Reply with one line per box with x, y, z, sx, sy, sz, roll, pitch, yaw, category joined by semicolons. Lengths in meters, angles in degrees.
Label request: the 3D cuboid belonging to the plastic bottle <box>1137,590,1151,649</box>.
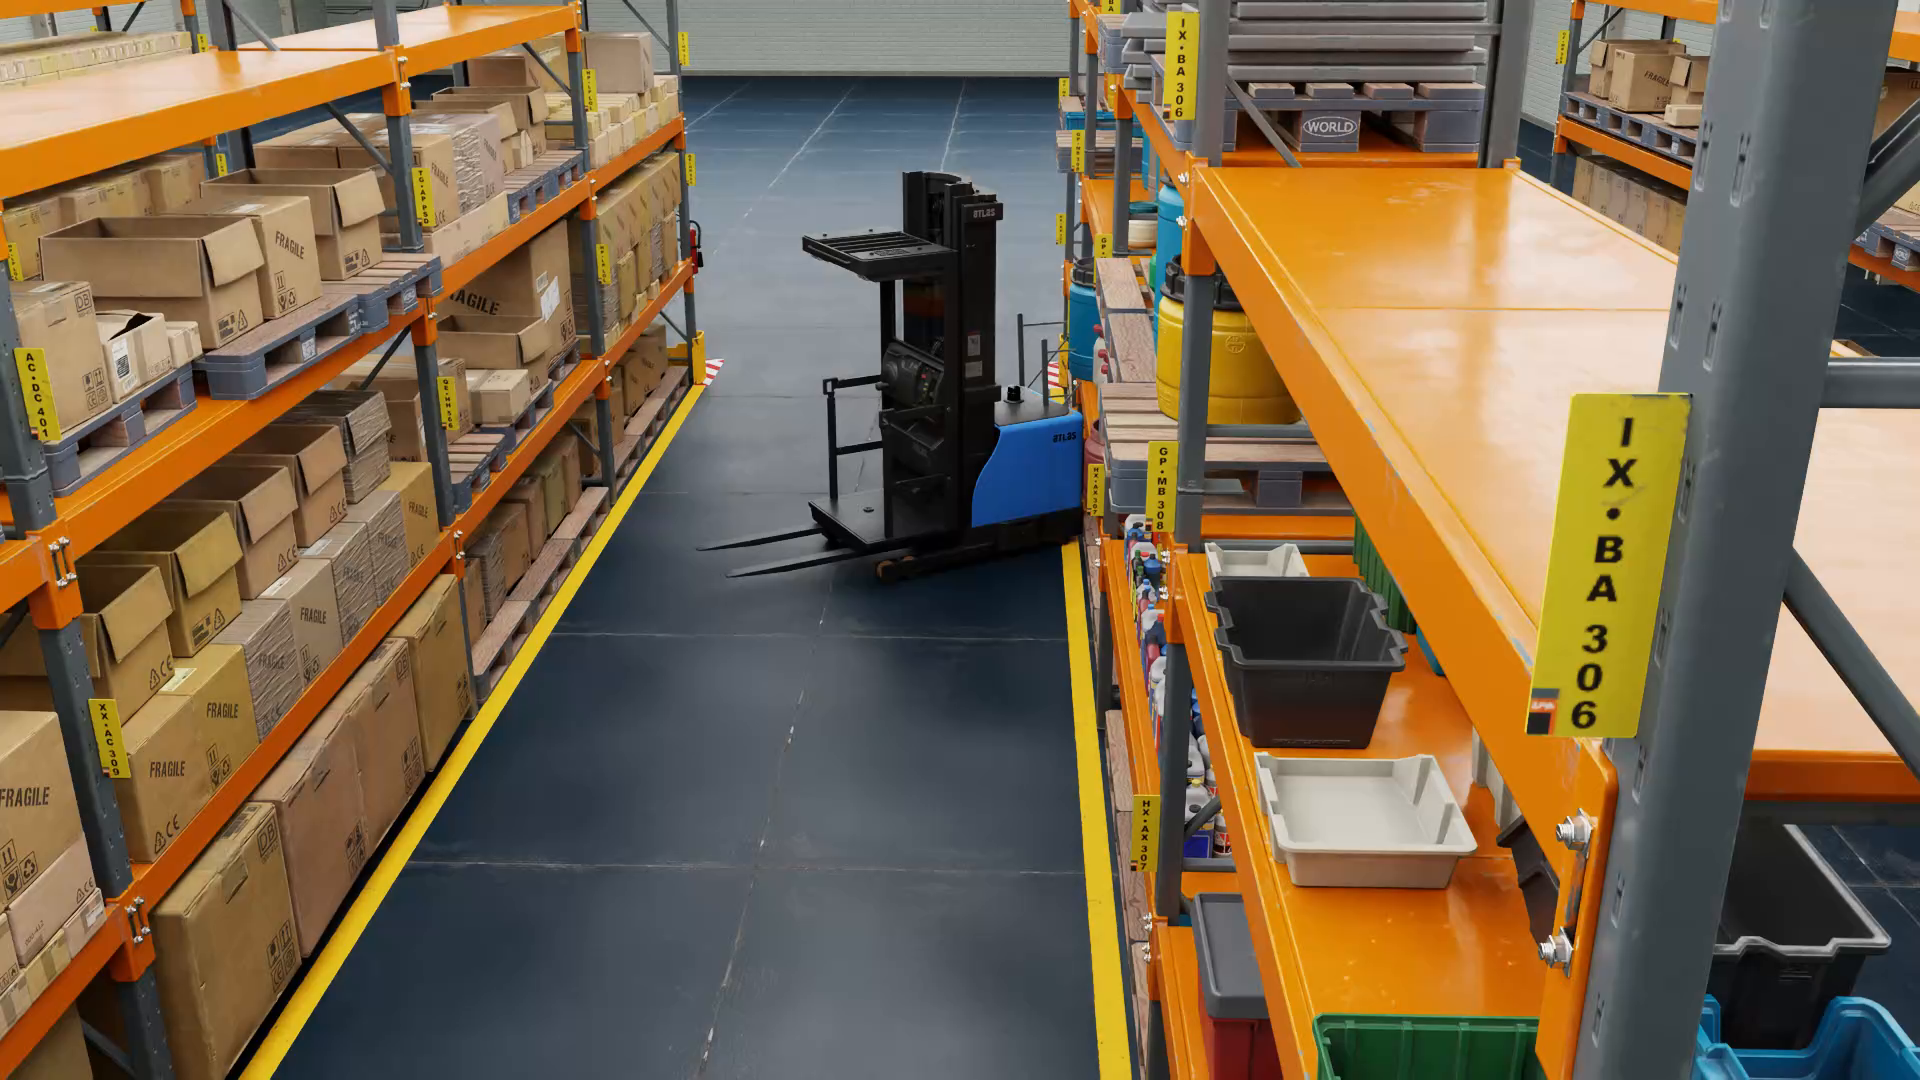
0.944;0.406;8.496;0.061;0.283;0.133;1;21;2;plastic bottle

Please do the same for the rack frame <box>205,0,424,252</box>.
-3.590;-3.070;9.000;1.000;3.000;0.127;1;21;2;rack frame

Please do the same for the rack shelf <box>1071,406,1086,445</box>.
0.848;-0.892;13.900;0.538;0.185;1.000;-5;20;-8;rack shelf

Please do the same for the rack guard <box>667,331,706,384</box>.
-3.348;-1.972;17.921;1.175;0.500;0.348;1;21;2;rack guard

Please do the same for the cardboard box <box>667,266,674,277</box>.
-3.113;-2.761;16.846;0.380;0.149;0.250;1;21;2;cardboard box

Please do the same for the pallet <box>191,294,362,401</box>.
-3.587;-0.945;7.933;1.003;0.211;1.213;2;21;4;pallet

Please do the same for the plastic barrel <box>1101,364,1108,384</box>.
1.199;-0.963;11.675;0.433;0.535;0.433;0;21;0;plastic barrel

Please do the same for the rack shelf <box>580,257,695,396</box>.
-3.407;-2.107;15.806;1.077;0.370;4.000;1;21;2;rack shelf

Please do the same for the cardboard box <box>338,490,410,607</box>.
-3.378;0.042;9.136;0.500;0.500;0.500;0;21;1;cardboard box

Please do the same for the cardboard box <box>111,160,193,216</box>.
-8.275;-3.496;16.692;0.875;0.550;0.550;1;21;2;cardboard box

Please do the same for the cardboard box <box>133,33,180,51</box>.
-7.981;-4.936;16.483;0.380;0.149;0.250;1;21;2;cardboard box

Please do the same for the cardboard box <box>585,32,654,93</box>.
-3.140;-4.419;15.383;0.500;0.500;0.500;1;21;2;cardboard box

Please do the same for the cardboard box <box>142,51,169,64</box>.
-8.052;-4.605;16.181;0.500;0.250;0.500;1;21;2;cardboard box

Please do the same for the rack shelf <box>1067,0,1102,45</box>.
1.544;-4.663;14.653;1.077;0.370;4.000;1;21;2;rack shelf

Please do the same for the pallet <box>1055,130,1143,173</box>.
1.407;-3.237;13.839;1.213;0.211;1.003;1;21;2;pallet

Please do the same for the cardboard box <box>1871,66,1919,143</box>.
6.381;-3.054;11.696;0.500;0.500;0.500;3;21;7;cardboard box

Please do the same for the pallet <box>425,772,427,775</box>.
-3.689;1.312;9.857;1.003;0.211;1.213;1;21;2;pallet

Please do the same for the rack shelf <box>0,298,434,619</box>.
-3.650;-0.613;7.809;1.077;0.370;4.000;1;21;2;rack shelf

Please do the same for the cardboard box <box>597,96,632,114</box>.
-3.174;-3.913;14.976;0.380;0.149;0.250;1;21;3;cardboard box

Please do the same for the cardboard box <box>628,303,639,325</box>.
-3.113;-2.038;14.981;0.380;0.149;0.250;1;21;2;cardboard box

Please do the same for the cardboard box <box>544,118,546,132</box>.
-3.647;-3.450;13.782;0.380;0.149;0.250;1;21;2;cardboard box

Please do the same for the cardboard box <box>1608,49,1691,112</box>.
6.232;-4.163;15.054;0.500;0.500;0.500;1;21;2;cardboard box

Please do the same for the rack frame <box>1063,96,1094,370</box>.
1.604;-3.111;17.399;1.000;3.000;0.127;1;21;2;rack frame

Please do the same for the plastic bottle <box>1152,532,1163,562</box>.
1.177;-0.006;9.569;0.152;0.276;0.135;1;21;2;plastic bottle

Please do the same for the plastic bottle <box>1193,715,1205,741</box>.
1.090;0.850;7.260;0.144;0.351;0.185;1;21;2;plastic bottle

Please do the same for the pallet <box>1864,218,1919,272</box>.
6.243;-1.719;9.927;1.213;0.211;1.003;2;21;4;pallet

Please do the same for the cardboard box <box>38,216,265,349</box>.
-3.630;-1.176;7.544;0.797;0.503;0.637;0;21;1;cardboard box

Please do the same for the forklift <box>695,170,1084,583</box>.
-0.546;-1.258;12.719;3.031;2.935;1.130;-11;24;-27;forklift

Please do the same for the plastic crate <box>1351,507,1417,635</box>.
1.529;0.085;5.310;0.450;0.188;0.662;1;21;2;plastic crate

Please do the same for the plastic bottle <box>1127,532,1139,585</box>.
0.969;0.107;9.267;0.061;0.283;0.133;1;21;2;plastic bottle

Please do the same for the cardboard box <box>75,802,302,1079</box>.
-3.712;1.737;7.263;1.225;0.875;0.875;1;21;2;cardboard box

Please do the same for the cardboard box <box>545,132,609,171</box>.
-3.198;-3.207;13.709;0.500;0.250;0.500;0;21;0;cardboard box

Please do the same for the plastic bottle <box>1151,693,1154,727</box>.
0.935;0.769;7.674;0.097;0.201;0.097;0;21;0;plastic bottle

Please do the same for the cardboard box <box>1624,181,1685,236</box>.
6.487;-2.965;15.092;0.700;0.500;0.500;1;21;2;cardboard box

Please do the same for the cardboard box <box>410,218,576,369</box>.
-3.632;-1.909;12.892;1.000;1.000;1.000;1;21;2;cardboard box

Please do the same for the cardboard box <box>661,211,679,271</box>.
-3.286;-2.970;16.487;0.875;0.500;0.500;1;21;2;cardboard box

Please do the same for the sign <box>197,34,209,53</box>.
-7.759;-5.020;17.058;0.100;0.325;0.005;1;21;2;sign

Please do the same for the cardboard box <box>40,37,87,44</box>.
-8.654;-4.760;16.030;0.380;0.149;0.250;1;21;2;cardboard box

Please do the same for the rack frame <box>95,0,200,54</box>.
-8.301;-6.053;16.689;1.000;3.000;0.127;1;21;2;rack frame

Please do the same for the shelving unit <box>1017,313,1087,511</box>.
0.842;-1.058;13.831;0.587;1.500;1.083;-5;20;-8;shelving unit

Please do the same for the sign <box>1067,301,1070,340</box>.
0.933;-1.804;13.648;0.100;0.325;0.005;1;21;2;sign

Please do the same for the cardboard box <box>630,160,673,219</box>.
-3.125;-3.434;16.301;0.500;0.500;0.500;1;21;2;cardboard box

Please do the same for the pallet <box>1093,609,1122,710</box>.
1.423;0.802;11.170;1.003;0.211;1.213;1;21;2;pallet

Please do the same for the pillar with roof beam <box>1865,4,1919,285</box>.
8.230;-7.753;21.070;9.100;9.000;0.400;1;21;2;pillar with roof beam

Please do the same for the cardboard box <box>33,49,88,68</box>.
-8.034;-4.294;14.827;0.380;0.149;0.250;1;21;2;cardboard box

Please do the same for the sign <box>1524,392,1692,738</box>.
0.567;0.028;1.463;0.100;0.325;0.005;1;21;2;sign

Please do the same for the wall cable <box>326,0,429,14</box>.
-16.811;-16.333;47.475;3.097;2.526;0.112;1;21;2;wall cable

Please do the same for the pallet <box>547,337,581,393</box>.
-3.637;-1.355;13.139;1.003;0.211;1.213;1;21;2;pallet

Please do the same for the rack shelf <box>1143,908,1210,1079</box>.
1.179;2.287;4.484;1.077;0.370;4.000;1;21;2;rack shelf

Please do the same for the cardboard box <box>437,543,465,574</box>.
-3.599;0.095;10.947;0.500;0.250;0.500;1;21;4;cardboard box

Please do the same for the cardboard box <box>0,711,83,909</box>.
-3.458;0.924;5.759;0.500;0.500;0.500;1;21;3;cardboard box

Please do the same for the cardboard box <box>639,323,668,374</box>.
-3.382;-1.970;17.335;0.500;0.500;0.500;5;22;12;cardboard box

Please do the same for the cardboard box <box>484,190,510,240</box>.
-3.299;-2.140;10.958;0.500;0.250;0.500;1;21;3;cardboard box

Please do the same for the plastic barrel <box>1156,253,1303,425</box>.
1.064;-0.786;6.421;0.600;0.588;0.600;0;21;0;plastic barrel
